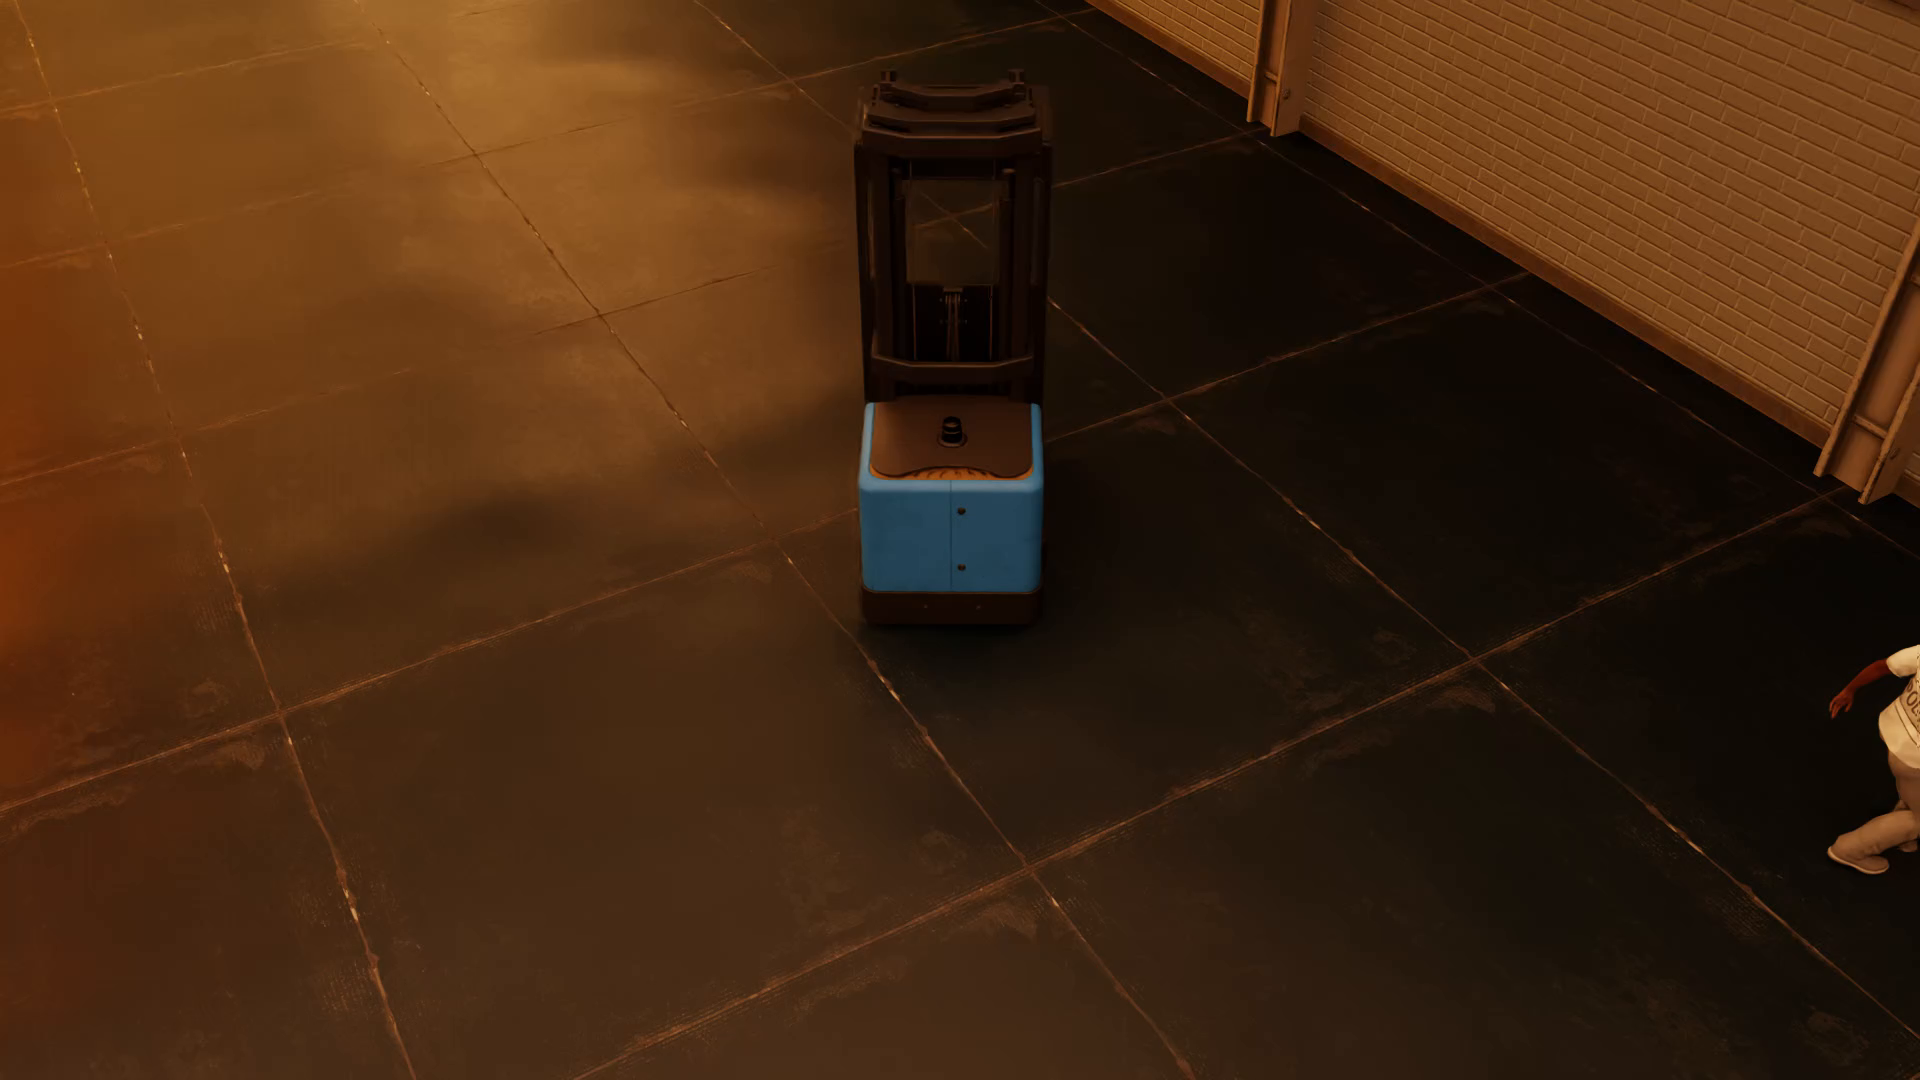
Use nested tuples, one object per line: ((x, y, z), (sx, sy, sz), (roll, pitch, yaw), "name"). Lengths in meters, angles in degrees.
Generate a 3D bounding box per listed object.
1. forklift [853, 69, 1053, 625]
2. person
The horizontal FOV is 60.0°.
((-0.036, -1.551, 9.907), (1.130, 2.935, 3.031), (0, 40, 0), "forklift")
((4.584, 1.003, 7.920), (0.740, 1.660, 0.548), (3, 40, 3), "person")
